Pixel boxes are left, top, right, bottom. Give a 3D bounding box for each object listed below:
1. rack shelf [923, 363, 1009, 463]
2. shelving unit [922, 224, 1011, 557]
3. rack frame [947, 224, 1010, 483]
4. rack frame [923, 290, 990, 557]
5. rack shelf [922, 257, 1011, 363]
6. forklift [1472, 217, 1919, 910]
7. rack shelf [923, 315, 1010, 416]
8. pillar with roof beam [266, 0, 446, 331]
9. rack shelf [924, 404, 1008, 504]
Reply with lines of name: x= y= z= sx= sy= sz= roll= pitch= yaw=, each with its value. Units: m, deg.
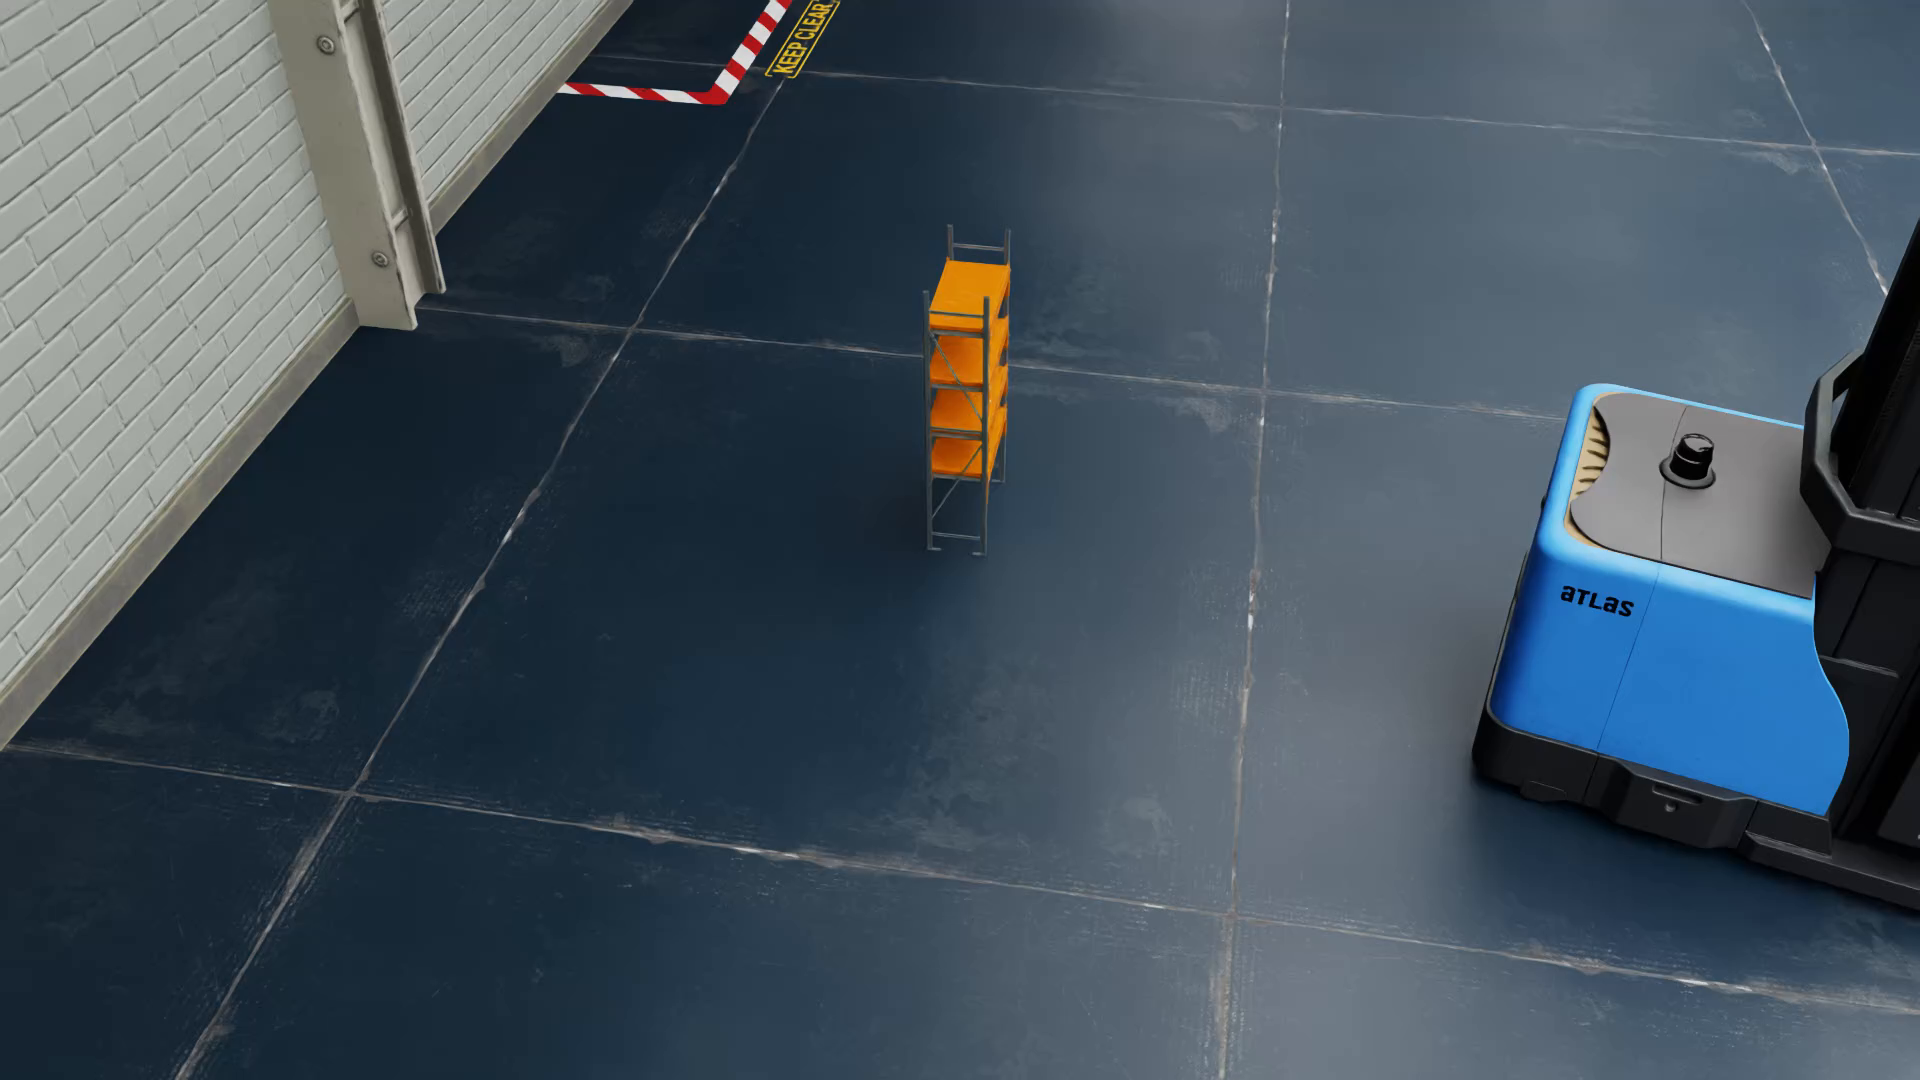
rack shelf: x=0.029 y=-0.514 z=6.536 sx=0.258 sy=0.148 sz=0.480 roll=6 pitch=40 yaw=8
shelving unit: x=0.029 y=-0.566 z=6.493 sx=0.258 sy=1.200 sz=0.503 roll=6 pitch=40 yaw=8
rack frame: x=0.071 y=-0.719 z=6.679 sx=0.240 sy=1.200 sz=0.015 roll=6 pitch=40 yaw=8
rack frame: x=-0.014 y=-0.413 z=6.308 sx=0.240 sy=1.200 sz=0.015 roll=6 pitch=40 yaw=8
rack shelf: x=0.029 y=-0.869 z=6.243 sx=0.258 sy=0.148 sz=0.480 roll=6 pitch=40 yaw=8
forklift: x=3.329 y=-0.206 z=4.699 sx=3.031 sy=2.935 sz=1.130 roll=15 pitch=42 yaw=18
rack shelf: x=0.029 y=-0.687 z=6.394 sx=0.258 sy=0.148 sz=0.480 roll=6 pitch=40 yaw=8
pillar with roof beam: x=1.504 y=-4.138 z=4.693 sx=9.100 sy=9.000 sz=0.400 roll=6 pitch=40 yaw=8
rack shelf: x=0.029 y=-0.361 z=6.663 sx=0.258 sy=0.148 sz=0.480 roll=6 pitch=40 yaw=8
